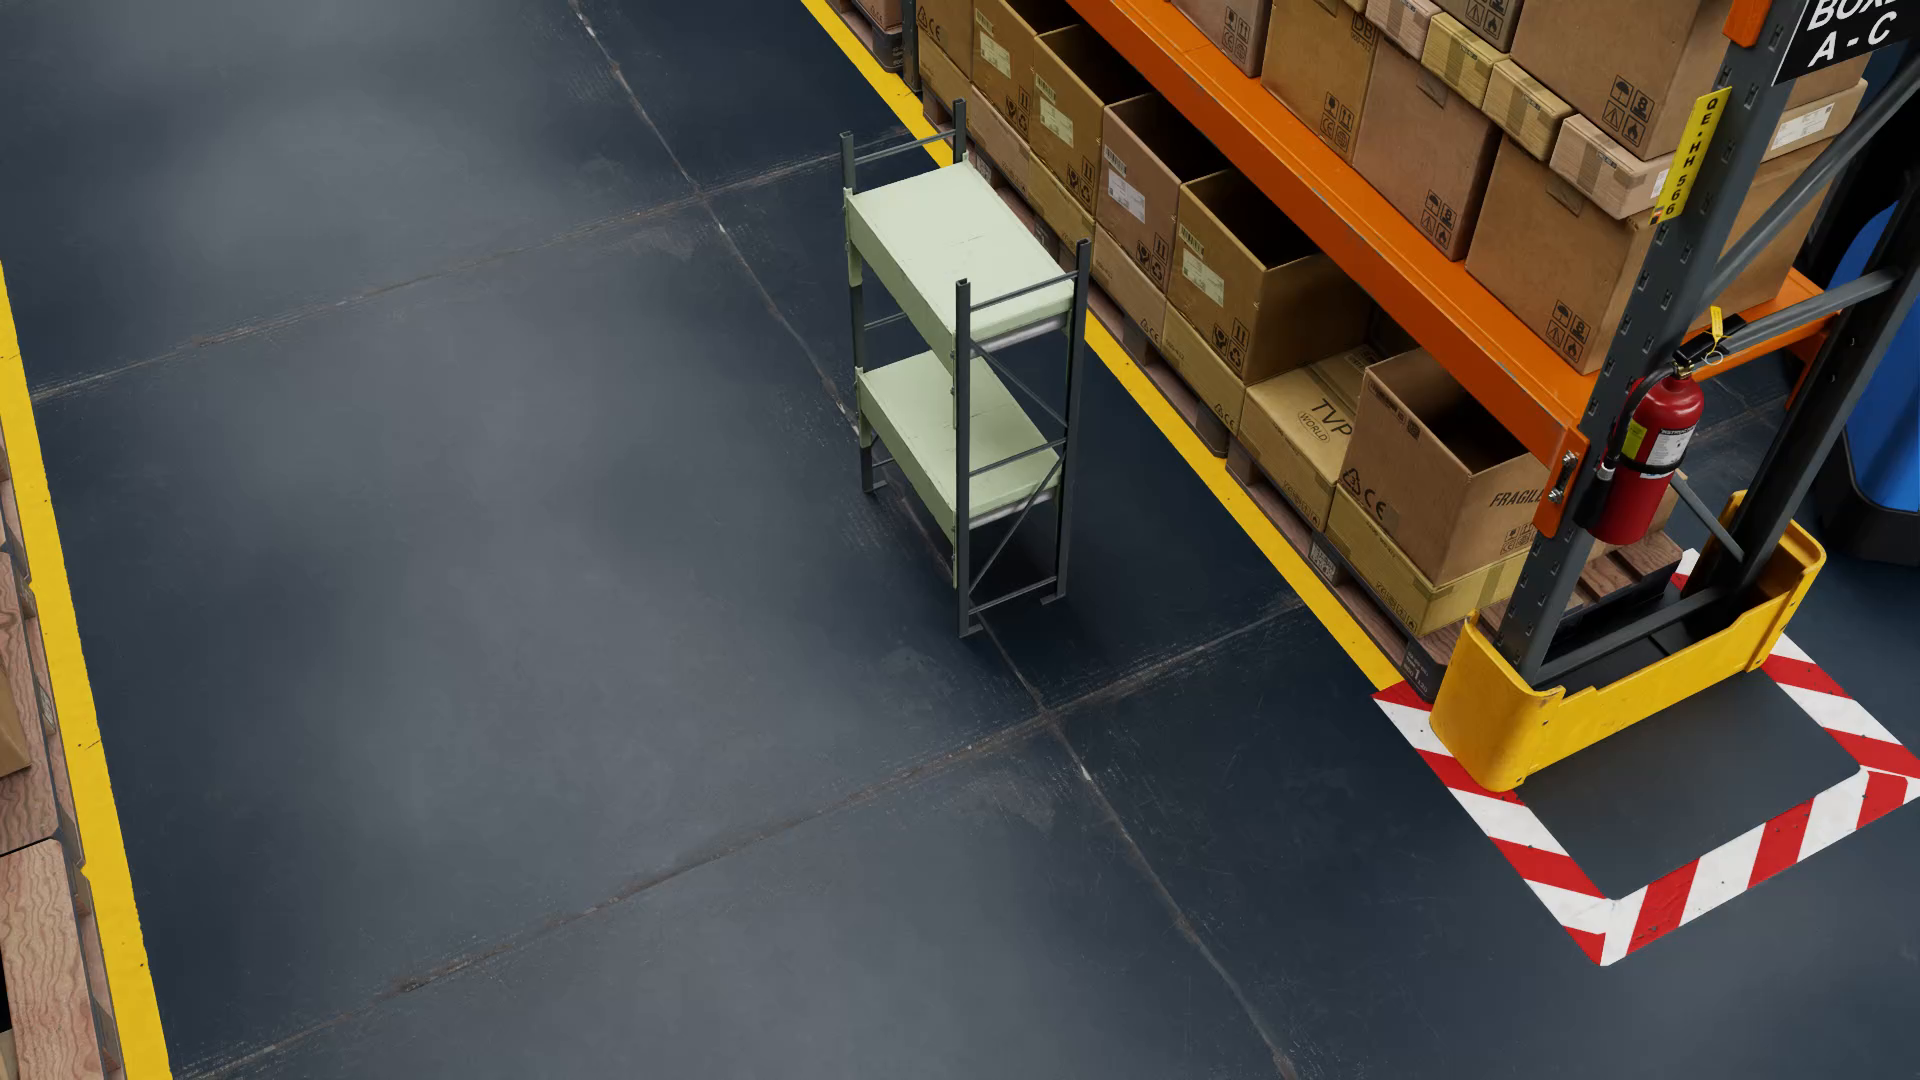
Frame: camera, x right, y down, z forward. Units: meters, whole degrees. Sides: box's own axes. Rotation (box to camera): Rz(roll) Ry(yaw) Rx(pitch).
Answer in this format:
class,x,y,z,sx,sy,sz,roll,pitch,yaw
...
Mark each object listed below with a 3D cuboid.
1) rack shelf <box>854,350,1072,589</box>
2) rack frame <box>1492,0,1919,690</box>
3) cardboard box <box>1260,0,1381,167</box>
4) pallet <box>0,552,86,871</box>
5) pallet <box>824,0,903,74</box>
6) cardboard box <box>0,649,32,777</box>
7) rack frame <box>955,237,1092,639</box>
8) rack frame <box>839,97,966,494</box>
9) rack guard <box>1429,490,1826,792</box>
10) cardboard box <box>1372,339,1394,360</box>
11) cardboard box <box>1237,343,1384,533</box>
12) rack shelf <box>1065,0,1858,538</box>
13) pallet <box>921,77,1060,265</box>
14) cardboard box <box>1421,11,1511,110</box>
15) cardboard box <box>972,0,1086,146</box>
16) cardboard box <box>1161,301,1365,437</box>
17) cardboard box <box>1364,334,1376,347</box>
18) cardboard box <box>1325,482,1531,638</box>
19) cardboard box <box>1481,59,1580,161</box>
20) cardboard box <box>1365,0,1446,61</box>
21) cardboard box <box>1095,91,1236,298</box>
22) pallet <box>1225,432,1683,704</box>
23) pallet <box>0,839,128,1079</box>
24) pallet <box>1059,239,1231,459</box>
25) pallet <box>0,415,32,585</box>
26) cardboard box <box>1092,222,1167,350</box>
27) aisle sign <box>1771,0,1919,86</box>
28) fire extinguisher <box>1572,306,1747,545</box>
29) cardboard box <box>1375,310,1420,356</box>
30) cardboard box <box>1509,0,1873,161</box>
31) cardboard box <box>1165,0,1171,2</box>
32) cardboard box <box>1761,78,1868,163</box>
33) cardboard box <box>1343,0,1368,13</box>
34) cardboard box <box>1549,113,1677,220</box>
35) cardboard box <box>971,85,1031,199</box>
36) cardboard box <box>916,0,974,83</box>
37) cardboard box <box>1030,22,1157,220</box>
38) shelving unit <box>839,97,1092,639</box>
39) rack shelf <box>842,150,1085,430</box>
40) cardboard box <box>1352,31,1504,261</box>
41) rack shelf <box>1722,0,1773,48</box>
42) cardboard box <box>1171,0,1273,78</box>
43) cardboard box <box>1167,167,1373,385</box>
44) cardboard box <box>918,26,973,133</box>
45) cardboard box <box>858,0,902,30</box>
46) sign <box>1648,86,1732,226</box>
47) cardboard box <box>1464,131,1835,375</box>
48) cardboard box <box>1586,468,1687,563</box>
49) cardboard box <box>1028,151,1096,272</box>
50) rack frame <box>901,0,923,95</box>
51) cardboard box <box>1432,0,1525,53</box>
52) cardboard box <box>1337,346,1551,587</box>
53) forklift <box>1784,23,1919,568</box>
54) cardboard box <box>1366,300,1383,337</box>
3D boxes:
class,x,y,z,sx,sy,sz,roll,pitch,yaw
rack shelf,0.003,-0.275,5.427,0.431,0.370,0.720,-21,52,-18
rack frame,2.044,-0.532,4.223,1.000,3.000,0.127,-21,52,-18
cardboard box,1.375,-1.566,5.060,0.700,0.500,0.500,-21,52,-17
pallet,-3.288,0.672,5.022,1.003,0.211,1.213,-21,52,-18
pallet,-0.158,-2.771,8.033,1.003,0.211,1.213,-21,52,-18
cardboard box,-3.148,0.471,4.714,0.700,0.500,0.500,-24,53,-20
rack frame,0.171,-0.244,4.967,0.400,1.500,0.023,-21,52,-18
rack frame,-0.164,-0.734,5.396,0.400,1.500,0.023,-21,52,-18
rack guard,2.055,0.307,5.149,1.175,0.500,0.348,-21,52,-18
cardboard box,1.764,-0.534,5.772,0.500,0.250,0.500,-21,52,-18
cardboard box,1.296,-0.353,5.614,0.500,0.250,0.500,-21,52,-18
rack shelf,1.129,-1.634,5.664,1.077,0.370,4.000,-21,52,-18
pallet,0.540,-1.745,7.136,1.003,0.211,1.213,-21,52,-18
cardboard box,1.461,-1.314,4.410,0.380,0.149,0.250,-22,52,-18
cardboard box,0.383,-1.939,6.503,0.500,0.500,0.500,-21,52,-18
cardboard box,1.066,-0.687,5.906,0.500,0.250,0.500,-21,52,-18
cardboard box,1.536,-0.869,6.065,0.500,0.250,0.500,-21,52,-18
cardboard box,1.536,-0.022,5.324,0.500,0.250,0.500,-21,52,-18
cardboard box,1.579,-1.143,4.260,0.380,0.149,0.250,-20,52,-17
cardboard box,1.348,-1.484,4.557,0.380,0.149,0.250,-21,52,-17
cardboard box,0.836,-1.268,5.916,0.500,0.500,0.500,-21,52,-18
pallet,1.657,-0.112,5.707,1.003,0.211,1.213,-21,52,-18
pallet,-2.734,1.488,4.308,1.003,0.211,1.213,-21,52,-18
pallet,1.102,-0.927,6.420,1.003,0.211,1.213,-21,52,-18
pallet,-3.851,-0.145,5.737,1.003,0.211,1.213,-21,52,-18
cardboard box,0.839,-1.022,6.199,0.500,0.250,0.500,-21,52,-18
aisle sign,1.813,-1.243,3.117,0.394,0.787,0.004,-21,52,-18
fire extinguisher,1.685,-0.268,4.043,0.296,0.674,0.183,-21,52,-18
cardboard box,1.766,-0.782,5.490,0.500,0.500,0.500,-21,52,-18
cardboard box,1.817,-1.344,4.005,0.700,0.500,0.500,-21,52,-17
cardboard box,0.895,-2.259,5.667,0.700,0.500,0.500,-20,52,-17
cardboard box,2.056,-1.115,4.235,0.380,0.149,0.250,-22,52,-18
cardboard box,1.228,-1.659,4.711,0.380,0.149,0.250,-20,52,-16
cardboard box,1.700,-0.969,4.107,0.380,0.149,0.250,-22,52,-18
cardboard box,0.380,-1.691,6.784,0.500,0.250,0.500,-21,52,-18
cardboard box,0.147,-2.271,6.793,0.500,0.500,0.500,-21,52,-18
cardboard box,0.605,-1.602,6.208,0.500,0.500,0.500,-21,52,-18
shelving unit,0.003,-0.489,5.182,0.431,1.500,0.755,-21,52,-18
rack shelf,0.003,-0.746,4.888,0.431,0.370,0.720,-21,52,-18
cardboard box,1.597,-1.232,4.768,0.700,0.500,0.500,-20,52,-17
rack shelf,1.129,-2.621,4.535,1.077,0.370,4.000,-21,52,-18
cardboard box,1.131,-1.917,5.368,0.700,0.500,0.500,-20,52,-16
cardboard box,1.063,-0.933,5.623,0.500,0.500,0.500,-21,52,-18
cardboard box,0.156,-2.027,7.078,0.500,0.250,0.500,-21,52,-18
cardboard box,-0.234,-2.620,7.596,0.500,0.250,0.500,-22,52,-18
sign,1.555,-0.814,3.542,0.100,0.325,0.005,-21,52,-18
cardboard box,1.842,-0.882,4.462,0.700,0.500,0.500,-21,52,-18
cardboard box,1.996,-0.201,5.480,0.500,0.250,0.500,-21,52,-18
cardboard box,0.605,-1.355,6.490,0.500,0.250,0.500,-21,52,-18
rack frame,0.213,-3.209,6.564,1.000,3.000,0.127,-21,52,-18
cardboard box,1.572,-1.695,4.311,0.700,0.500,0.500,-22,53,-18
cardboard box,1.534,-0.268,5.042,0.500,0.500,0.500,-21,52,-18
forklift,3.764,-1.901,5.466,1.130,2.935,3.031,9,49,8
cardboard box,1.525,-1.112,5.779,0.500,0.500,0.500,-21,52,-18
